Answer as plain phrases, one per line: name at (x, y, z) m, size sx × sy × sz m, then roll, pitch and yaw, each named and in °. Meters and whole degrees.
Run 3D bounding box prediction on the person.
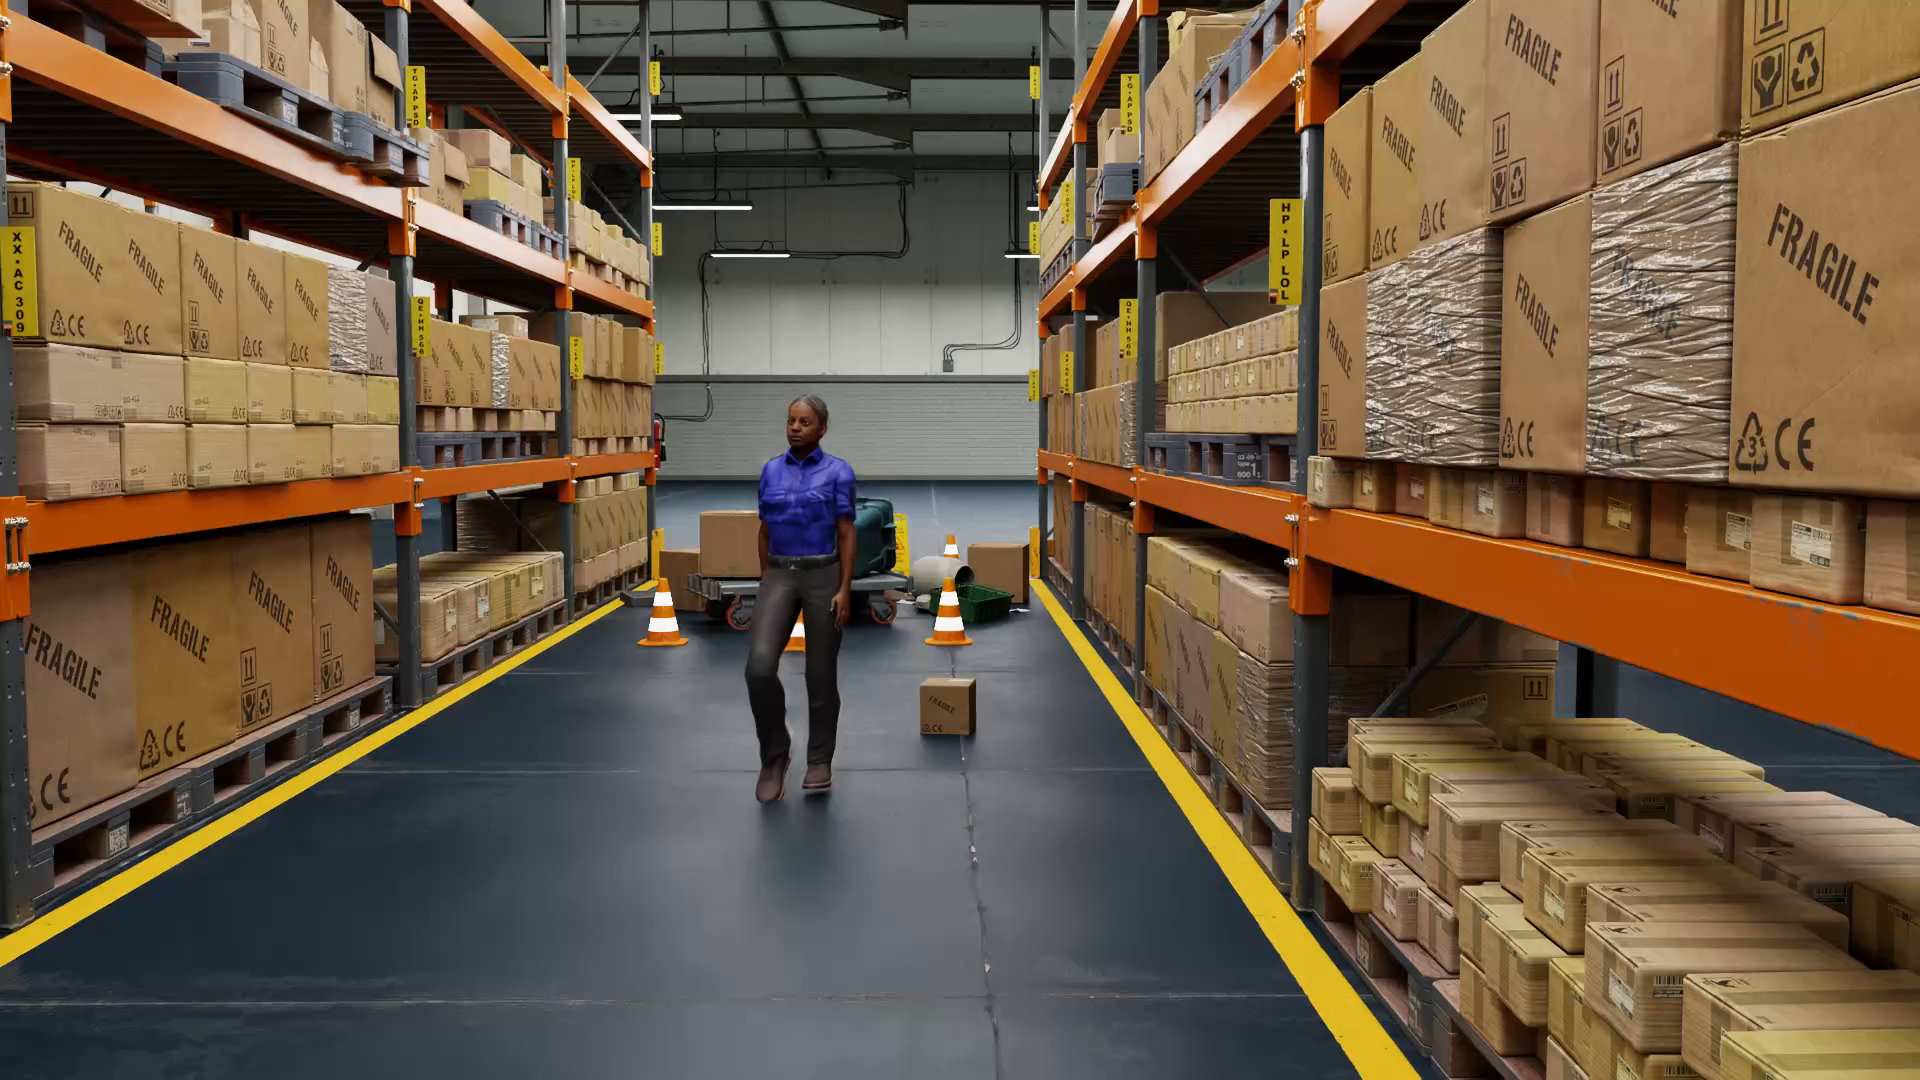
person at (-0.650, 0.247, 6.912) m, size 0.445 × 1.703 × 0.475 m, roll 0°, pitch 4°, yaw 7°
